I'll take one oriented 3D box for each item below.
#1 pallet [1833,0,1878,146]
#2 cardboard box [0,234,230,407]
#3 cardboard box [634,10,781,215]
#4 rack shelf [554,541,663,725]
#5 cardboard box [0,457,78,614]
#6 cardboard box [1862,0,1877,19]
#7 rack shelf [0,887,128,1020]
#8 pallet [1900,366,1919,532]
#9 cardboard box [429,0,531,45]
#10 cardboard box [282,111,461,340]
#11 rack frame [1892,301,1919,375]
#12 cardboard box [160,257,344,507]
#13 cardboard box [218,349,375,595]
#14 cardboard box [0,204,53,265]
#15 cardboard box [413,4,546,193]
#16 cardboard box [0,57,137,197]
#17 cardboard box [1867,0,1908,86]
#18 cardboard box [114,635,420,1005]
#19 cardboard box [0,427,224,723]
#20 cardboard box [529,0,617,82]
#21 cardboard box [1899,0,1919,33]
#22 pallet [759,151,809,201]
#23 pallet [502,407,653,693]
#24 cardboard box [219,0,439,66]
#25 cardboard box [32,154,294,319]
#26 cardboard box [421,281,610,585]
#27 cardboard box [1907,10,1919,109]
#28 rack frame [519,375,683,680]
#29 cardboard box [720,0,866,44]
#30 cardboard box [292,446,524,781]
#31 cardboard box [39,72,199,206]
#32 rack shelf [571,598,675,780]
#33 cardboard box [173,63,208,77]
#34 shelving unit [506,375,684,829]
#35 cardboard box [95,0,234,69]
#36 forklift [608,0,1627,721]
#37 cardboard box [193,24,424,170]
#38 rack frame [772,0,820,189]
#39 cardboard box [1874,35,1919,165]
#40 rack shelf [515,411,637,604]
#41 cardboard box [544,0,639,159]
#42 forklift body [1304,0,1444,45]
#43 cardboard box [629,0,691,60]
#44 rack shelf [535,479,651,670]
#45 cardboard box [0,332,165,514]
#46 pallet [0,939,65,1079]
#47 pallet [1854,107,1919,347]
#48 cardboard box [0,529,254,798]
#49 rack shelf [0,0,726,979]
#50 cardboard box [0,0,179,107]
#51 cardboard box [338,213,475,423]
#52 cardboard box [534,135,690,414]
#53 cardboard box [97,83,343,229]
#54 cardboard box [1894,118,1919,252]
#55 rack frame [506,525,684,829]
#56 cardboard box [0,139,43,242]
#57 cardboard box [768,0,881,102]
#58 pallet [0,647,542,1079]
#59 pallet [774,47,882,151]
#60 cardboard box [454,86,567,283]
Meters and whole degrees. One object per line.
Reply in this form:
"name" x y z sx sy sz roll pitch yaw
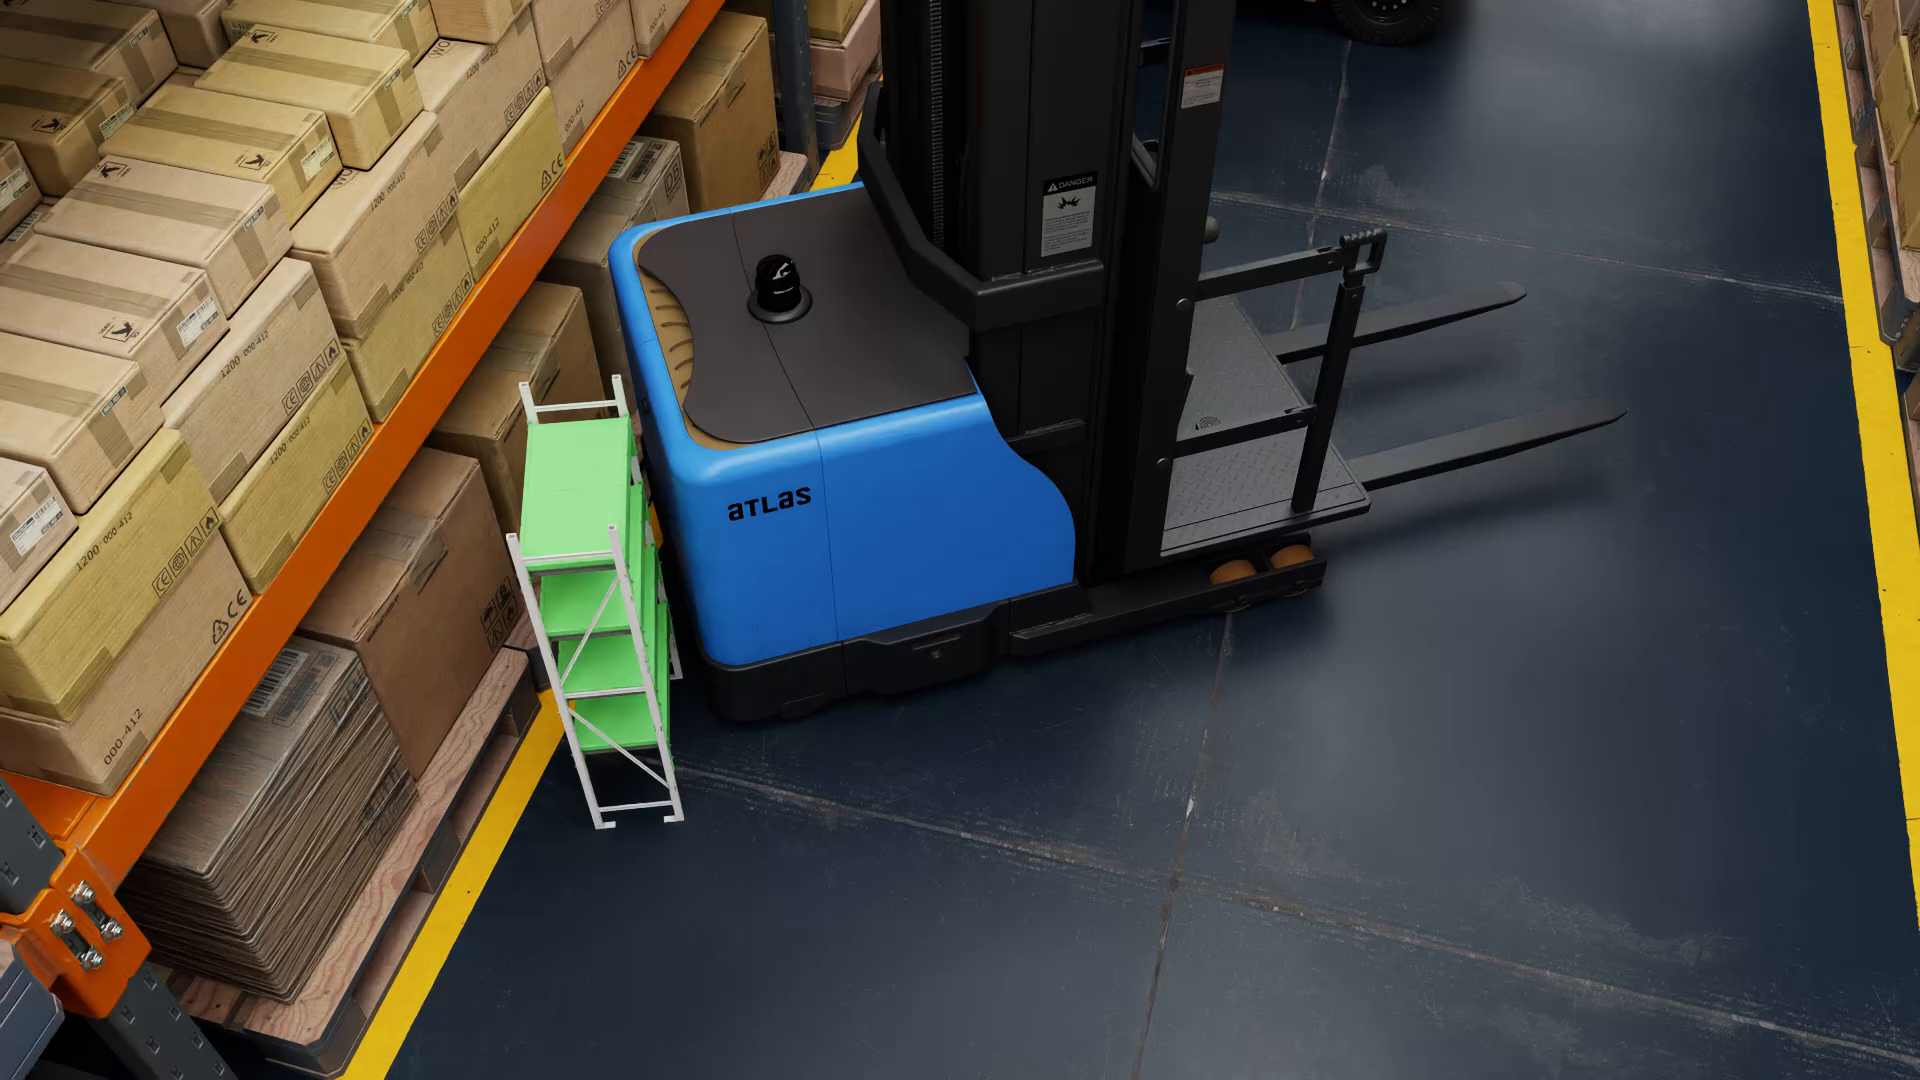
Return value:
"pallet" 4.203 -1.977 6.854 1.003 0.211 1.213 12 50 10
"cardboard box" -1.622 -0.410 3.112 0.380 0.149 0.250 13 50 11
"cardboard box" -1.175 -1.472 5.852 0.875 0.625 0.625 14 50 12
"rack shelf" -0.907 0.239 4.324 0.258 0.148 0.480 -5 49 -4
"cardboard box" -1.733 -0.026 2.773 0.380 0.149 0.250 13 50 11
"cardboard box" 4.042 -2.350 6.878 0.500 0.250 0.500 15 50 13
"rack shelf" -2.628 2.079 1.894 1.077 0.370 4.000 12 50 10
"pallet" 3.537 -0.036 5.141 1.003 0.211 1.213 12 50 10
"cardboard box" -1.227 -1.318 3.914 0.380 0.149 0.250 10 49 9
"cardboard box" -1.461 -0.731 3.661 0.500 0.250 0.500 10 49 9
"rack frame" 3.741 -1.522 4.593 1.000 3.000 0.127 12 50 10
"cardboard box" -1.616 -0.356 3.330 0.500 0.250 0.500 13 50 11
"cardboard box" -1.612 -0.191 3.518 0.500 0.250 0.500 11 49 9
"cardboard box" -2.118 -0.471 3.432 0.500 0.250 0.500 12 50 10
"cardboard box" -1.351 -1.105 3.992 0.500 0.250 0.500 12 50 11
"cardboard box" -1.982 -0.880 3.527 0.380 0.149 0.250 11 50 10
"cardboard box" 3.906 -1.986 6.556 0.500 0.250 0.500 12 50 11
"cardboard box" -1.924 0.593 4.030 0.875 0.625 0.625 13 50 11
"cardboard box" -1.725 0.011 3.006 0.500 0.250 0.500 12 50 10
"cardboard box" -1.200 -1.467 4.310 0.500 0.250 0.500 12 50 11
"cardboard box" 3.903 -2.218 6.260 0.500 0.500 0.500 14 50 12
"pallet" -1.205 -1.035 6.023 1.003 0.211 1.213 12 50 10
"pallet" -1.524 -0.150 5.242 1.003 0.211 1.213 12 50 10
"cardboard box" -1.429 -1.168 3.781 0.380 0.149 0.250 12 50 10
"cardboard box" -1.565 -0.601 3.281 0.380 0.149 0.250 12 50 10
"cardboard box" -1.583 -0.368 4.878 0.875 0.625 0.625 10 49 8
"cardboard box" 3.770 -1.848 5.934 0.500 0.500 0.500 12 50 11
"rack frame" -0.935 0.016 4.436 0.240 1.200 0.015 -5 49 -4
"cardboard box" -0.624 -2.182 6.396 0.500 0.250 0.500 11 50 10
"cardboard box" -1.760 0.119 4.448 0.875 0.625 0.625 13 50 11
"cardboard box" -1.984 -0.833 3.751 0.500 0.250 0.500 11 50 10
"rack shelf" -0.907 0.398 4.504 0.258 0.148 0.480 -5 49 -4
"cardboard box" -1.844 -1.195 4.071 0.500 0.250 0.500 11 49 9
"shelving unit" -0.907 0.197 4.276 0.258 1.200 0.503 -5 49 -4
"cardboard box" -1.826 -1.243 3.847 0.380 0.149 0.250 13 50 11
"forklift" 0.592 -1.115 4.280 3.031 2.935 1.130 -14 50 -12
"cardboard box" -1.404 -0.961 3.598 0.380 0.149 0.250 13 50 11
"rack frame" -1.049 -2.499 5.455 1.000 3.000 0.127 12 50 10
"cardboard box" 3.768 -1.619 6.232 0.500 0.250 0.500 10 49 9
"rack shelf" -0.907 -0.078 3.964 0.258 0.148 0.480 -5 49 -4
"cardboard box" -1.216 -1.315 4.510 0.500 0.250 0.500 12 50 10
"forklift body" 1.265 -3.380 6.798 2.313 2.155 1.214 12 50 10
"cardboard box" -1.056 -1.668 4.822 0.500 0.250 0.500 11 50 10
"rack shelf" -0.907 0.081 4.144 0.258 0.148 0.480 -5 49 -4
"cardboard box" -1.664 -0.219 2.943 0.380 0.149 0.250 13 50 11
"pallet" -2.212 0.962 2.528 1.213 0.211 1.003 12 50 10
"pallet" 3.884 -1.092 6.073 1.003 0.211 1.213 12 50 10
"cardboard box" -1.749 0.171 3.198 0.500 0.250 0.500 12 50 10
"rack shelf" -1.575 -0.814 4.448 1.077 0.370 4.000 12 50 10
"cardboard box" -1.997 -1.077 3.701 0.380 0.149 0.250 11 49 9
"cardboard box" -1.483 -0.565 3.848 0.500 0.250 0.500 10 49 9
"cardboard box" -1.387 -0.912 5.358 0.875 0.625 0.625 11 50 10
"cardboard box" -1.528 -0.789 3.446 0.380 0.149 0.250 12 50 10
"cardboard box" 3.637 -1.232 5.890 0.500 0.250 0.500 14 50 12
"rack frame" -0.878 0.379 4.115 0.240 1.200 0.015 -5 49 -4
"cardboard box" -2.126 -0.706 3.373 0.380 0.149 0.250 11 49 9
"cardboard box" -0.602 -2.012 6.579 0.500 0.250 0.500 12 50 10
"pallet" -1.847 0.730 4.465 1.003 0.211 1.213 12 50 10
"pallet" -0.799 -2.143 7.000 1.003 0.211 1.213 12 50 10
"cardboard box" -1.345 -0.940 4.179 0.500 0.250 0.500 13 50 11
